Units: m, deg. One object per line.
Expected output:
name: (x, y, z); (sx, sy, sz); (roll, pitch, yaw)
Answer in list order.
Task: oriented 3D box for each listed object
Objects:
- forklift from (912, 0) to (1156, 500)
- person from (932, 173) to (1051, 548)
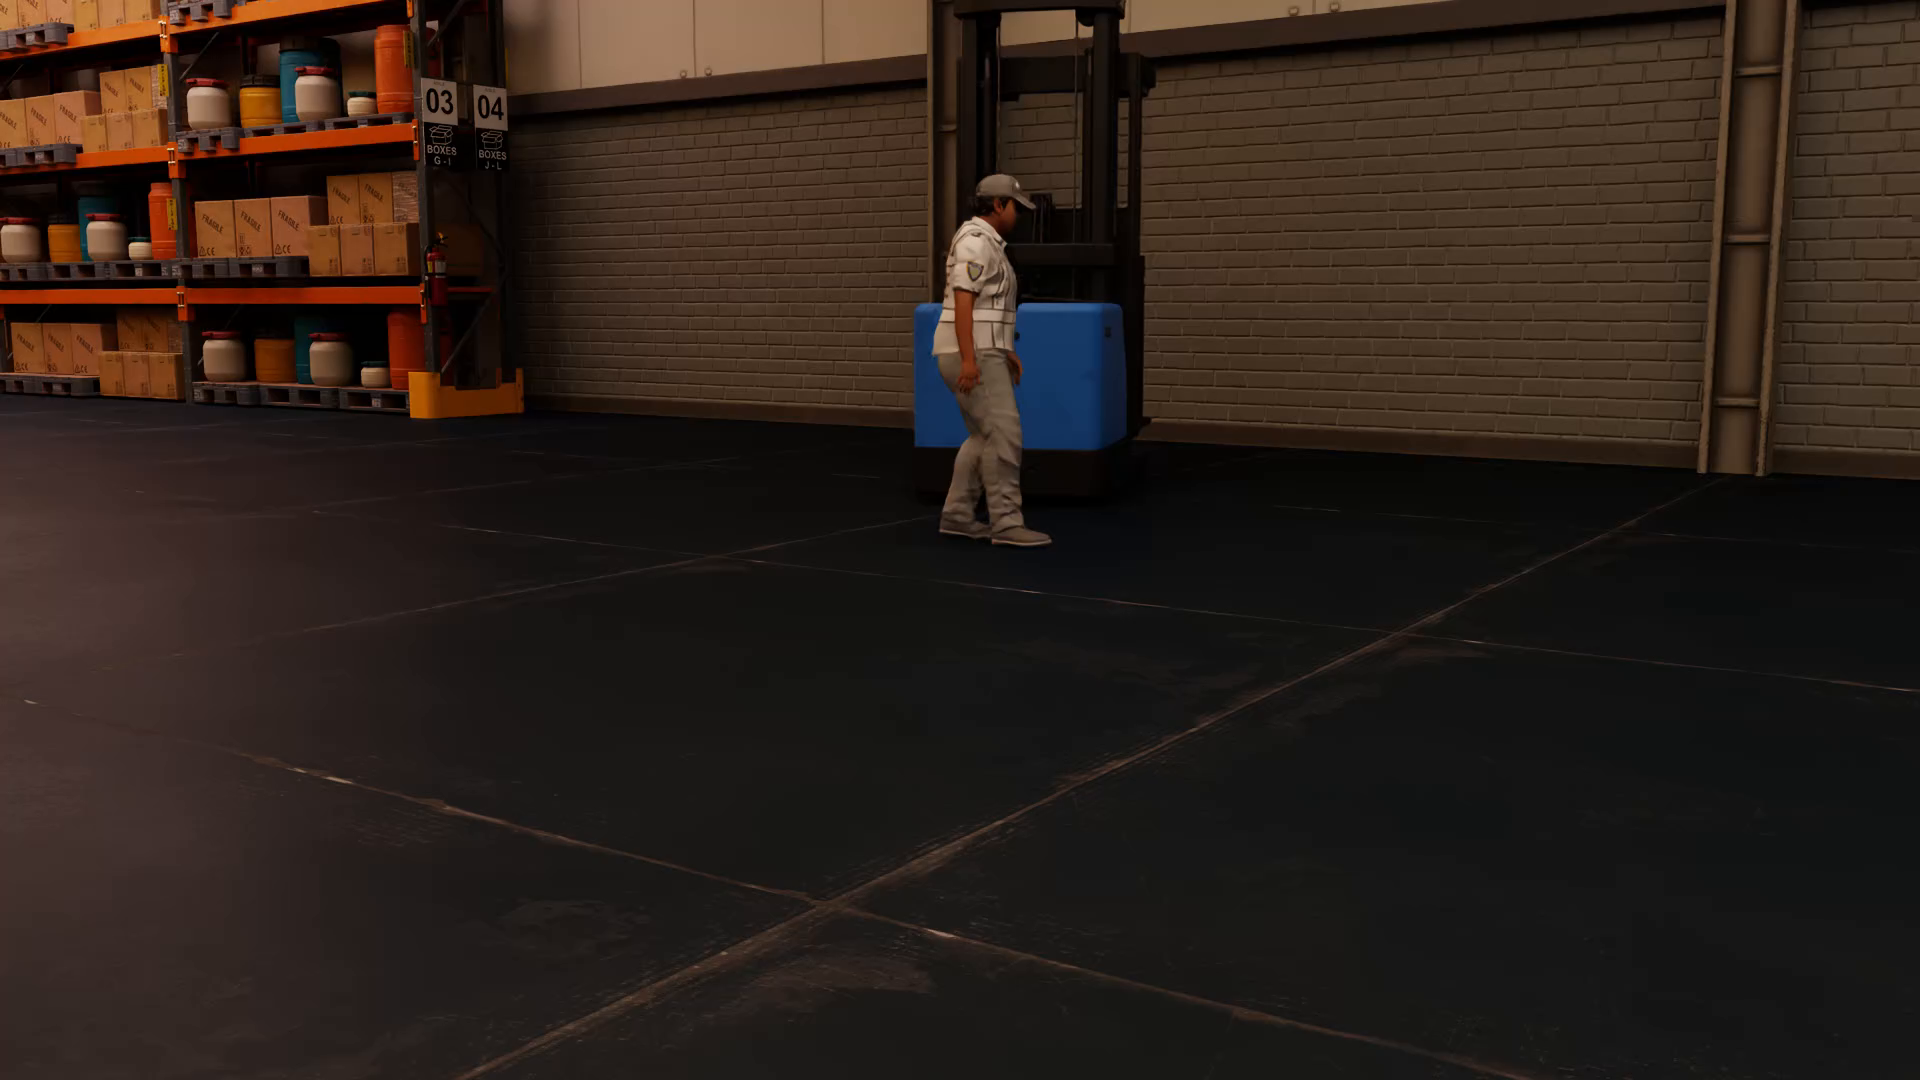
forklift: (0.576, -1.830, 10.062); (1.130, 2.935, 3.031); (2, 8, 13)
person: (0.160, -0.812, 7.484); (0.557, 1.645, 0.605); (1, 8, 8)
